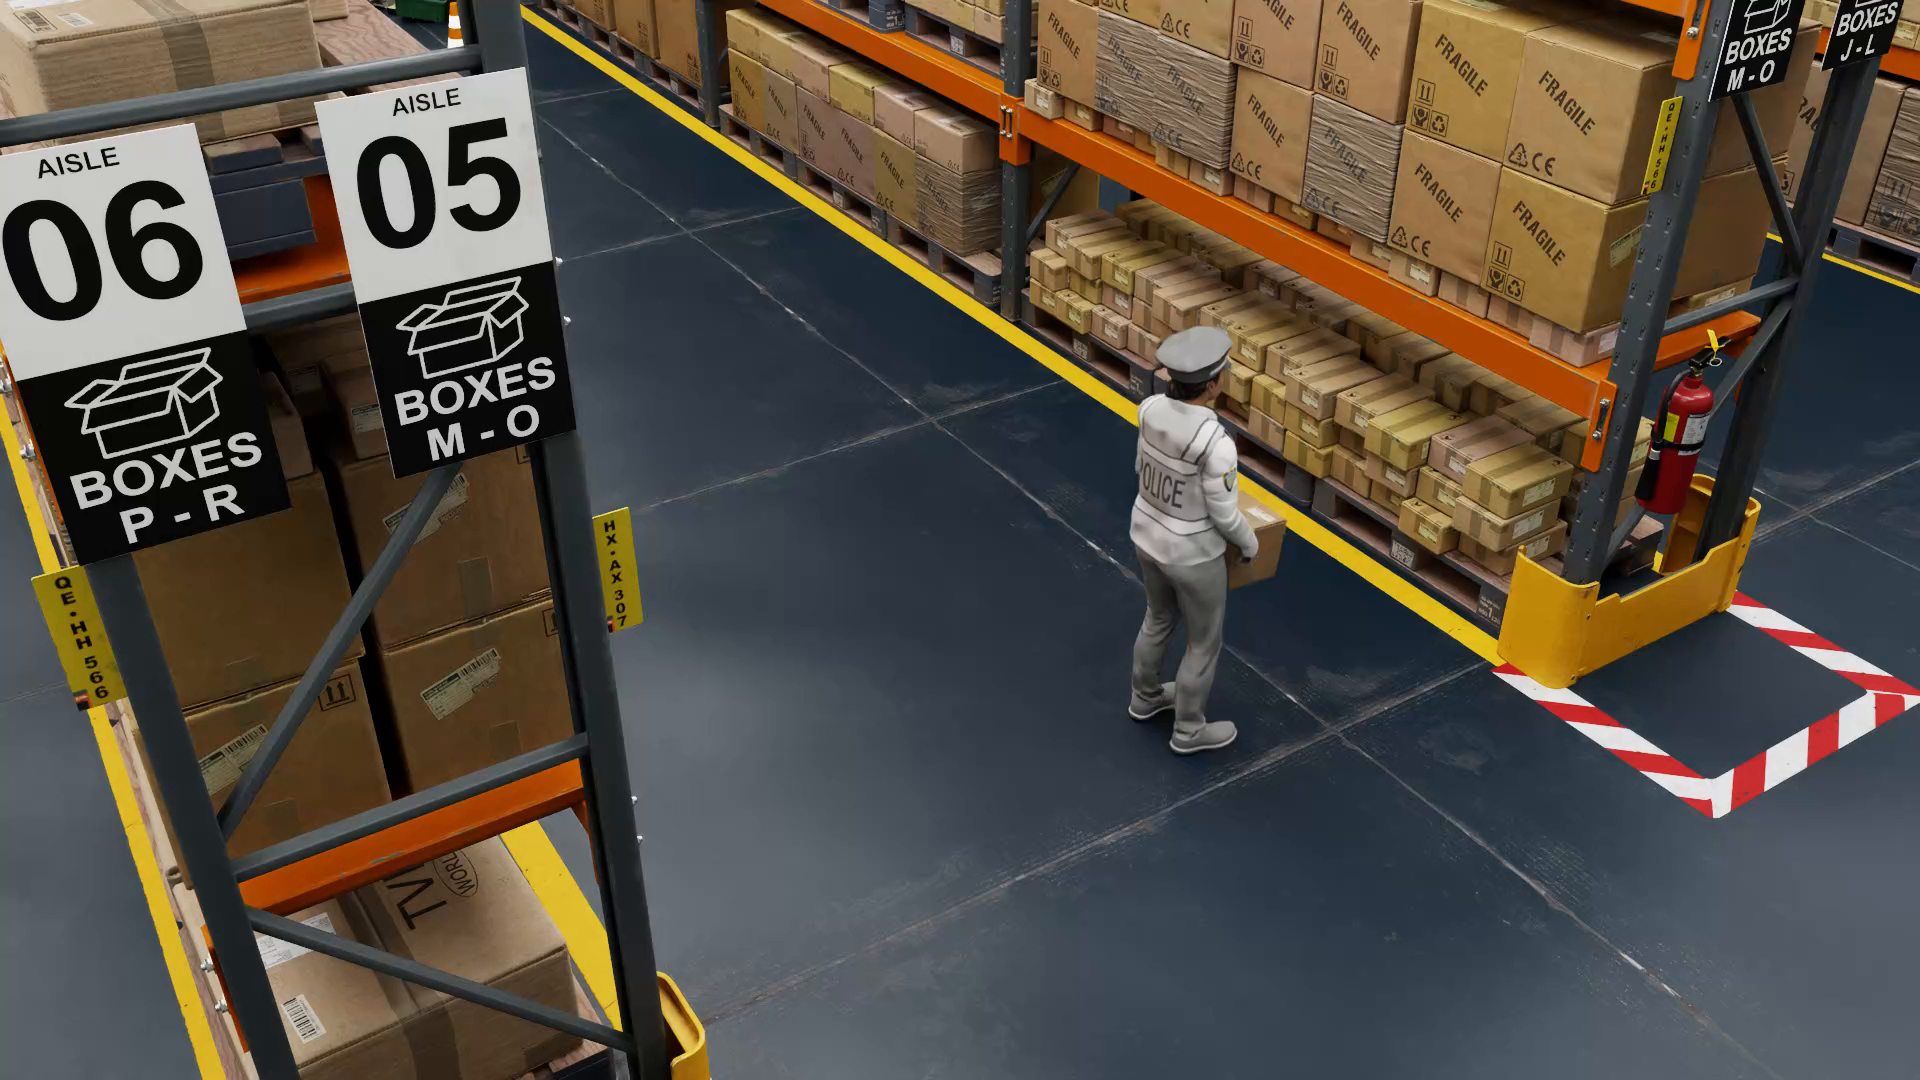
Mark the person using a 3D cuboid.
[{"bbox_3d":[0.844,0.007,6.105,0.411,1.684,0.500,-20,38,-28],"label":"person"}]
